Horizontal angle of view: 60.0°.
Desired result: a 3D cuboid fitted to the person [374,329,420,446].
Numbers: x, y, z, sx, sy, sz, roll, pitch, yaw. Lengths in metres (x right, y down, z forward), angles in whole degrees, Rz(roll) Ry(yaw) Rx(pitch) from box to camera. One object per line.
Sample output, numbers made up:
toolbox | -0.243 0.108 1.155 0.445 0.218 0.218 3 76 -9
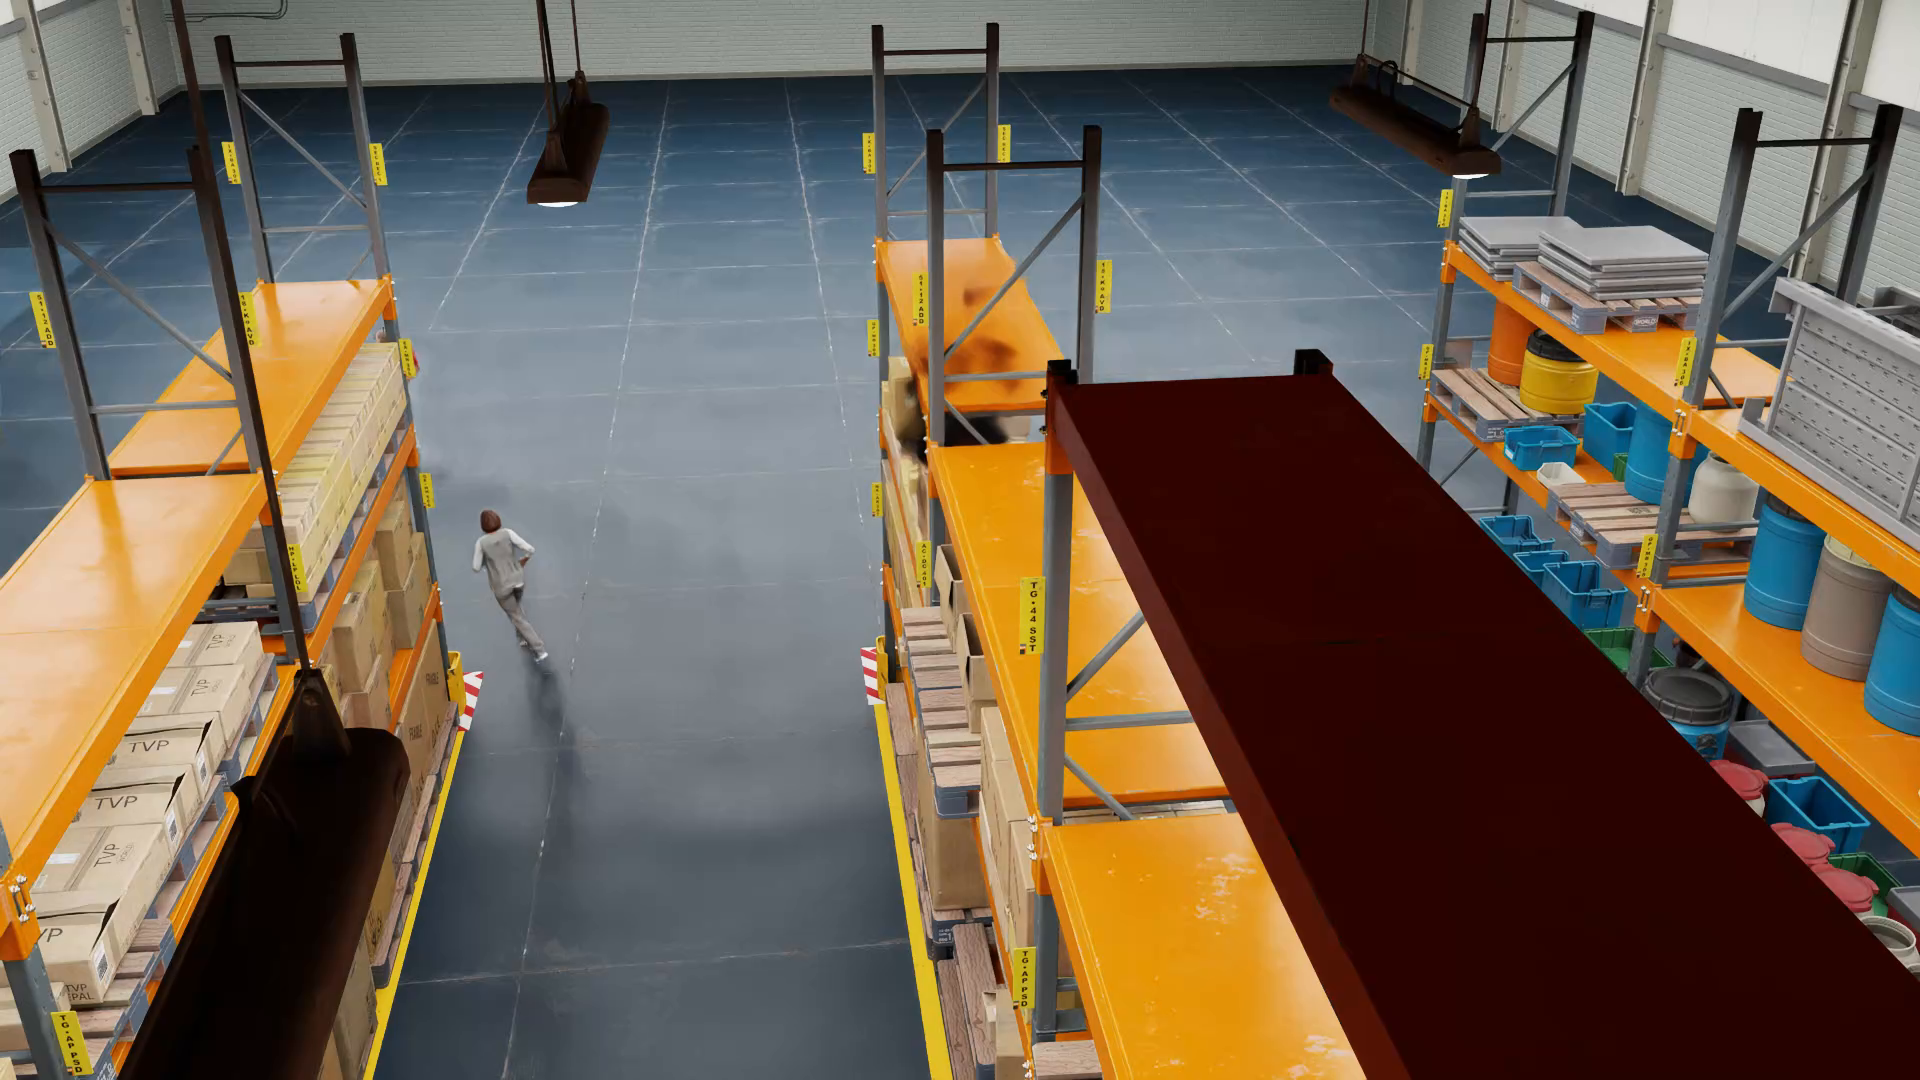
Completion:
person | -6.872 -1.736 20.171 0.810 1.702 0.679 17 30 31

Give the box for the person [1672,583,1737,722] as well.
person | 6.481 0.977 14.484 0.676 1.689 0.971 -3 26 -6

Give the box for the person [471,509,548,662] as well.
person | -4.277 0.476 15.697 0.532 1.627 0.744 -20 32 -35
